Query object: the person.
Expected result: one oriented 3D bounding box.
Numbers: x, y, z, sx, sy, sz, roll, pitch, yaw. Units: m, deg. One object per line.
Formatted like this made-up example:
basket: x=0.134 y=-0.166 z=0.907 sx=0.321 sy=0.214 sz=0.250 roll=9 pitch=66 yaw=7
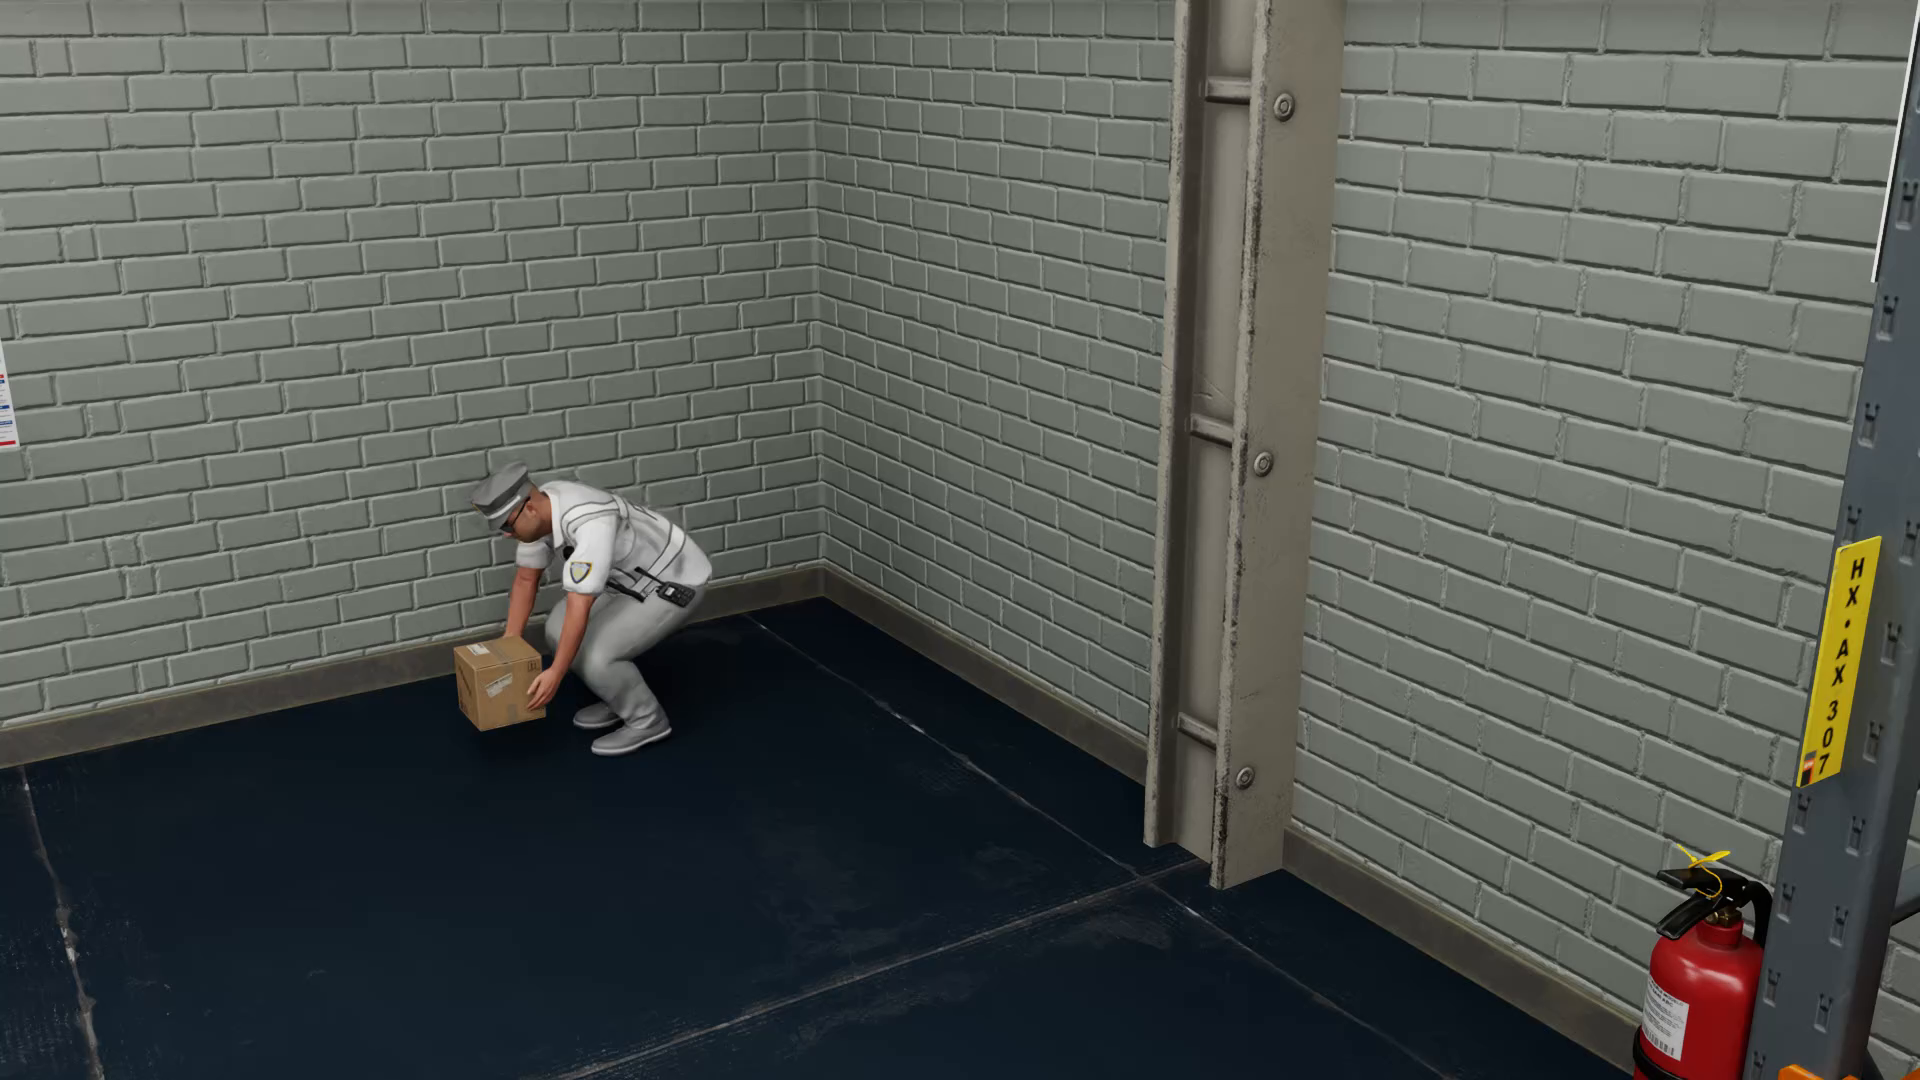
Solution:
person: x=-1.376 y=0.230 z=6.293 sx=0.903 sy=1.165 sz=0.577 roll=-11 pitch=21 yaw=-32
